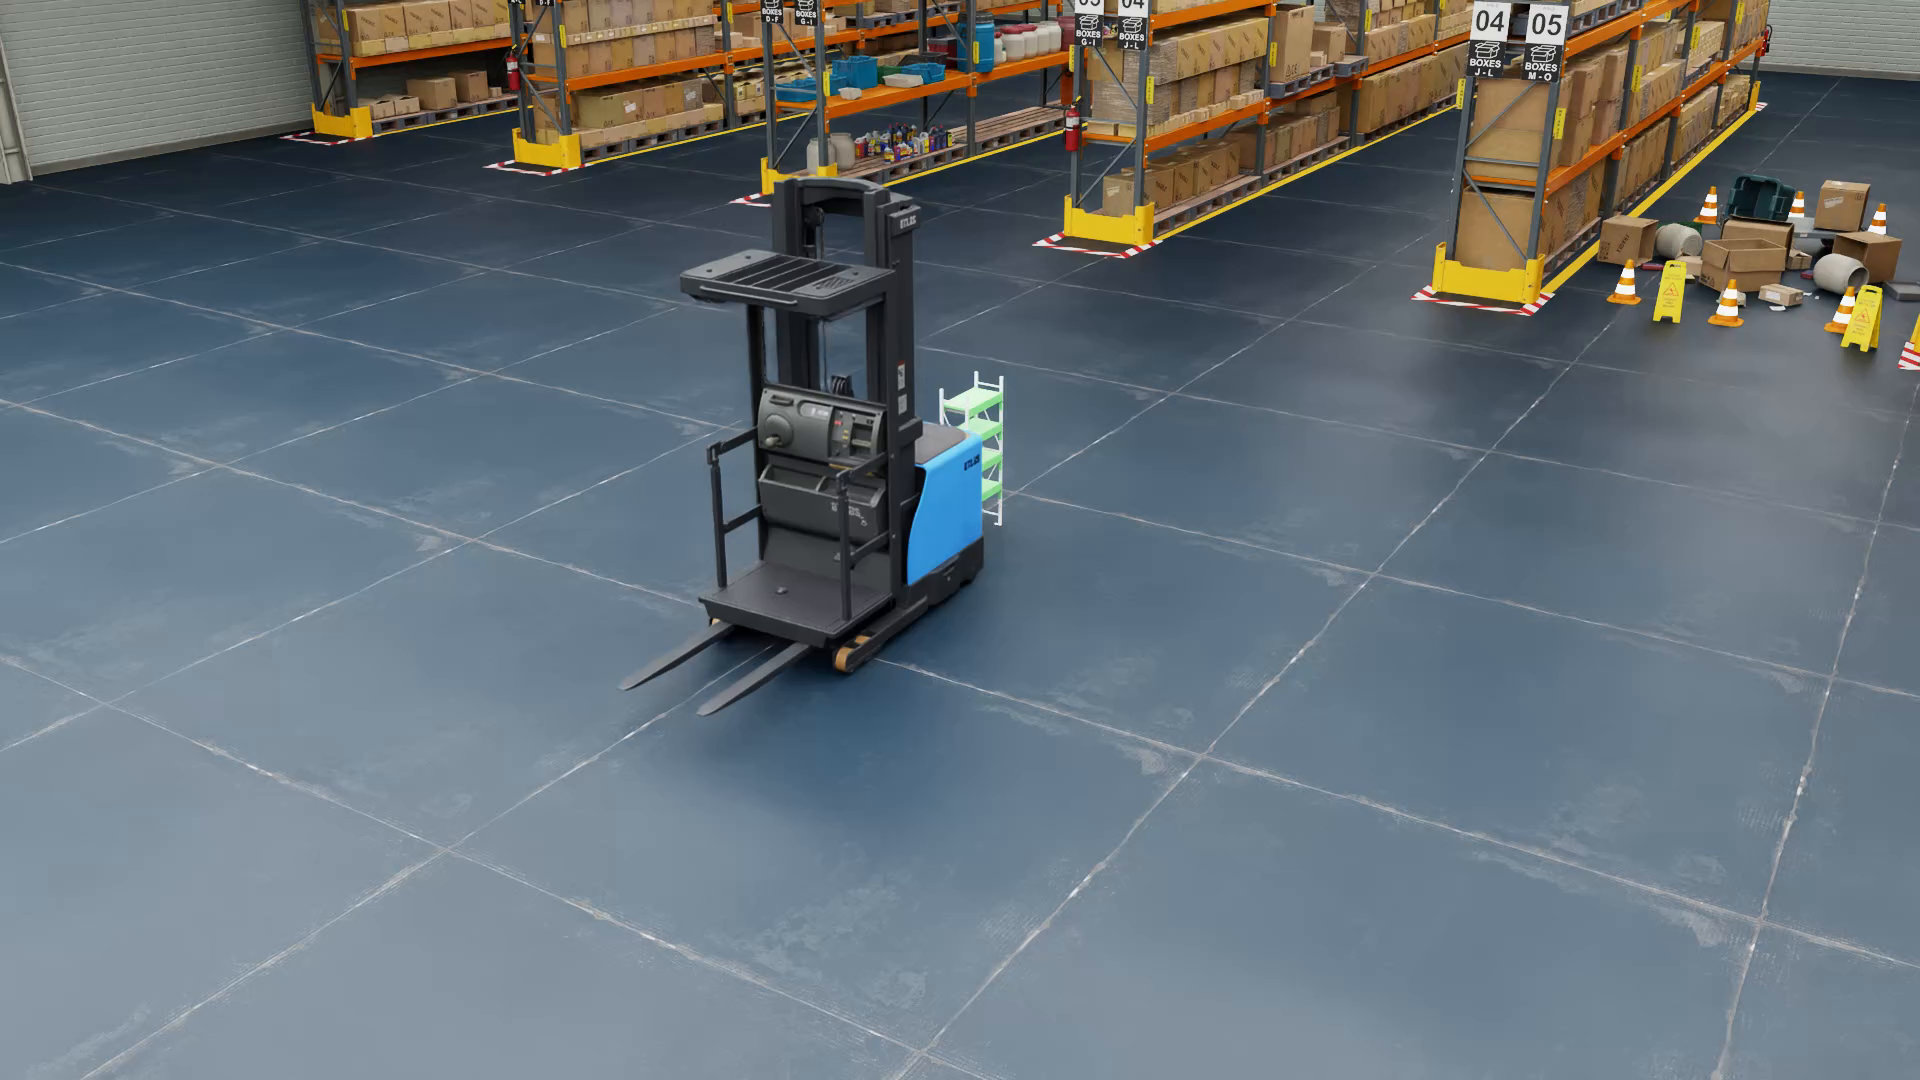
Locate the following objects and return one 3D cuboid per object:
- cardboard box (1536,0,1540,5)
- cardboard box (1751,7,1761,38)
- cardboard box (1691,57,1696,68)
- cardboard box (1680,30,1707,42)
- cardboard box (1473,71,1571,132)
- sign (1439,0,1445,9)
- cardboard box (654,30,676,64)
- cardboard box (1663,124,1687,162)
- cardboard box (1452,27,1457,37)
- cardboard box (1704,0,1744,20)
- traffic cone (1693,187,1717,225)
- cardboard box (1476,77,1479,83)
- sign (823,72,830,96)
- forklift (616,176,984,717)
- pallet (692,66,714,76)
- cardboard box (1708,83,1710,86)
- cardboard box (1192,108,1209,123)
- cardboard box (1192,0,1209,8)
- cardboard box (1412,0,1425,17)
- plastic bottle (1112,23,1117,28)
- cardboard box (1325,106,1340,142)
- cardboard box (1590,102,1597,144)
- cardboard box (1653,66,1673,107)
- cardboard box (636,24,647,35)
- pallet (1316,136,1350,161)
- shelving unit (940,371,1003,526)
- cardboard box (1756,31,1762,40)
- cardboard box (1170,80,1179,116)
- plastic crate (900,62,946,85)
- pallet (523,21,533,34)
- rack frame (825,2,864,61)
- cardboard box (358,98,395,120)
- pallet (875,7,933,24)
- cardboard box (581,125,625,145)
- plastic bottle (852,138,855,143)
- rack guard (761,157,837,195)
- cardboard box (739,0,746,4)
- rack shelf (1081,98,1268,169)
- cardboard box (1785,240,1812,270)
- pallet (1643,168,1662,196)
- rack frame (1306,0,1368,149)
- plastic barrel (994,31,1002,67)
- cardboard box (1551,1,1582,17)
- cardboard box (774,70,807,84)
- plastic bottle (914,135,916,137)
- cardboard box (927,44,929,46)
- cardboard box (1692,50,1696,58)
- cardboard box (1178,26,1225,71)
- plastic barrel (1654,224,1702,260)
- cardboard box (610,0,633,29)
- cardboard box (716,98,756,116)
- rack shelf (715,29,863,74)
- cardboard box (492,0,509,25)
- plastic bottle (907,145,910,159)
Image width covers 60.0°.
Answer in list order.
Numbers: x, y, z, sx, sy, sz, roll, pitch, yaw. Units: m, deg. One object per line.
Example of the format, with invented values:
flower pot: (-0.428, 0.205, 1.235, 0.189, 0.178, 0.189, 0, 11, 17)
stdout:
cardboard box: (6.473, -6.242, 19.116, 0.380, 0.149, 0.250, 13, 27, 28)
cardboard box: (13.935, -9.247, 29.669, 0.500, 0.500, 0.500, 14, 27, 29)
cardboard box: (11.100, -7.375, 25.633, 0.380, 0.149, 0.250, 15, 28, 31)
cardboard box: (11.503, -7.909, 26.118, 0.380, 0.149, 0.250, 13, 27, 28)
cardboard box: (6.277, -4.897, 18.574, 0.875, 0.550, 0.550, 14, 27, 29)
sign: (8.684, -9.724, 29.914, 0.100, 0.325, 0.005, 14, 27, 29)
cardboard box: (-5.186, -8.263, 27.772, 0.700, 0.500, 0.500, 14, 27, 30)
cardboard box: (10.858, -6.147, 25.626, 0.500, 0.500, 0.500, 13, 26, 27)
cardboard box: (9.071, -9.521, 31.119, 0.380, 0.149, 0.250, 13, 27, 28)
cardboard box: (12.823, -9.008, 27.860, 0.500, 0.500, 0.500, 15, 27, 30)
traffic cone: (10.149, -4.538, 22.485, 0.336, 0.463, 0.334, 14, 27, 29)
cardboard box: (10.058, -9.674, 33.303, 0.875, 0.875, 0.875, 14, 27, 29)
sign: (-1.855, -6.337, 23.101, 0.100, 0.325, 0.005, 14, 27, 29)
forklift: (-1.009, -0.703, 10.520, 1.130, 2.935, 3.031, 13, 27, 28)
pallet: (-6.037, -10.074, 35.590, 1.003, 0.211, 1.213, 14, 27, 29)
cardboard box: (13.424, -8.298, 30.290, 0.380, 0.149, 0.250, 15, 28, 31)
cardboard box: (3.114, -5.706, 22.307, 0.380, 0.149, 0.250, 14, 27, 29)
cardboard box: (2.893, -7.047, 21.501, 0.500, 0.250, 0.500, 14, 27, 29)
cardboard box: (7.888, -9.628, 29.662, 0.797, 0.503, 0.637, 13, 27, 28)
plastic bottle: (2.947, -9.799, 31.695, 0.097, 0.201, 0.097, 0, 23, 0)
cardboard box: (5.771, -6.814, 27.142, 0.700, 0.500, 0.500, 12, 26, 26)
cardboard box: (7.318, -5.159, 20.539, 0.875, 0.550, 0.550, 14, 27, 29)
cardboard box: (9.731, -6.416, 23.506, 0.500, 0.500, 0.500, 13, 27, 28)
cardboard box: (-5.325, -8.316, 27.077, 0.380, 0.149, 0.250, 14, 27, 29)
pallet: (5.694, -6.446, 27.210, 1.003, 0.211, 1.213, 14, 27, 29)
shelving unit: (0.087, -0.606, 12.476, 0.258, 1.200, 0.503, 14, 27, 29)
cardboard box: (14.556, -9.331, 30.681, 0.380, 0.149, 0.250, 14, 27, 29)
cardboard box: (2.363, -5.845, 21.812, 0.875, 0.500, 0.500, 14, 27, 29)
plastic crate: (-0.563, -7.178, 25.579, 0.499, 0.251, 0.616, 14, 27, 29)
pallet: (-8.100, -9.893, 31.903, 1.003, 0.211, 1.213, 14, 27, 29)
rack frame: (-2.306, -10.066, 32.063, 1.000, 3.000, 0.127, 14, 27, 29)
cardboard box: (-10.295, -7.586, 29.164, 0.500, 0.311, 0.500, 11, 26, 23)
pallet: (-1.284, -10.636, 33.620, 1.003, 0.211, 1.213, 14, 27, 29)
cardboard box: (-5.794, -6.601, 26.991, 0.500, 0.250, 0.500, 14, 27, 29)
plastic bottle: (-1.677, -6.037, 25.621, 0.061, 0.283, 0.133, 15, 27, 30)
rack guard: (-2.320, -5.215, 24.004, 1.175, 0.500, 0.348, 14, 27, 29)
cardboard box: (-4.907, -11.836, 36.441, 0.380, 0.149, 0.250, 14, 27, 29)
rack shelf: (2.943, -5.634, 22.730, 1.077, 0.370, 4.000, 14, 27, 29)
cardboard box: (10.164, -3.483, 20.296, 0.258, 0.266, 0.396, -3, 24, -7)
pallet: (9.788, -5.386, 24.761, 1.003, 0.211, 1.213, 14, 27, 29)
rack frame: (6.108, -7.989, 27.265, 1.000, 3.000, 0.127, 14, 27, 29)
plastic barrel: (0.481, -8.016, 27.157, 0.433, 0.535, 0.433, 0, 23, 0)
cardboard box: (6.502, -5.764, 18.011, 0.380, 0.149, 0.250, 14, 27, 29)
cardboard box: (-3.177, -8.511, 30.697, 0.500, 0.311, 0.500, 15, 27, 30)
plastic bottle: (-0.677, -6.194, 25.983, 0.061, 0.283, 0.133, 14, 27, 29)
cardboard box: (-0.481, -10.080, 34.686, 0.500, 0.500, 0.500, 14, 27, 29)
cardboard box: (11.106, -7.519, 25.591, 0.380, 0.149, 0.250, 14, 27, 29)
cardboard box: (3.200, -6.565, 22.217, 0.500, 0.500, 0.500, 14, 27, 29)
plastic barrel: (8.863, -3.679, 20.551, 0.421, 0.421, 0.512, -7, 24, -17)
cardboard box: (-5.703, -8.529, 26.753, 0.700, 0.500, 0.500, 14, 27, 29)
cardboard box: (-3.993, -7.731, 29.602, 0.500, 0.250, 0.500, 13, 27, 28)
rack shelf: (-3.361, -9.061, 30.647, 1.077, 0.370, 4.000, 14, 27, 29)
cardboard box: (-8.613, -9.813, 30.698, 0.500, 0.500, 0.500, 14, 27, 29)
plastic bottle: (-0.813, -5.974, 25.579, 0.097, 0.201, 0.097, 0, 23, 0)
